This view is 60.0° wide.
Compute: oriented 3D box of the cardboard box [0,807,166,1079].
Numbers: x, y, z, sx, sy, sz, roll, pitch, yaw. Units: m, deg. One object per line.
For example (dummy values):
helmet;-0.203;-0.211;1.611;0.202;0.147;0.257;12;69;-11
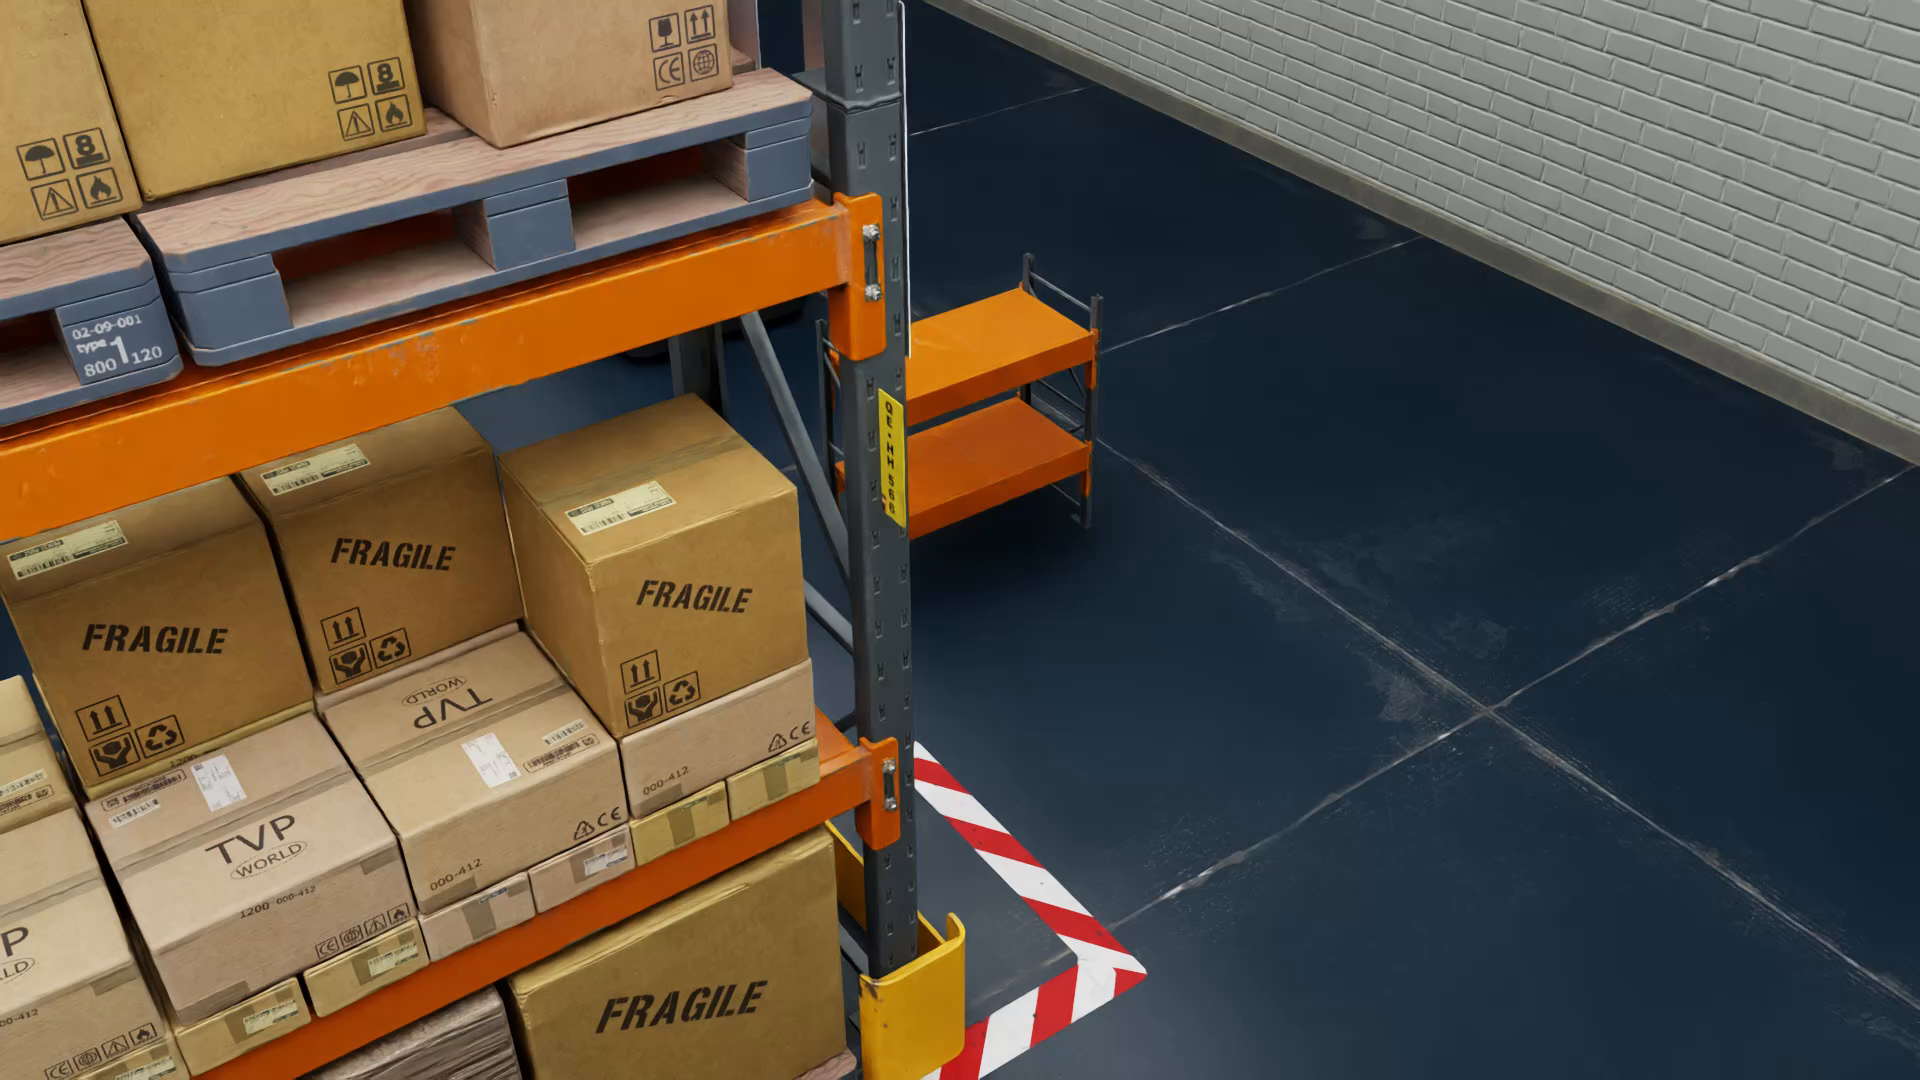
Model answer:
cardboard box;-1.953;0.869;3.346;0.500;0.250;0.500;-22;41;-28

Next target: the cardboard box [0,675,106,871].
cardboard box;-2.260;0.617;3.697;0.500;0.250;0.500;-23;42;-29

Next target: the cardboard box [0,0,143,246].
cardboard box;-1.774;-0.820;2.721;0.500;0.500;0.700;-25;43;-31

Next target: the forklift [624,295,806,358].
forklift;-2.077;-2.929;8.812;1.130;2.935;3.031;-22;41;-28

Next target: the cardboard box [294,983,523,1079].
cardboard box;-1.676;1.372;4.233;0.875;0.875;0.875;-22;41;-28

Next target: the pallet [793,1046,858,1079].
pallet;-1.064;1.559;4.902;1.213;0.211;1.003;-22;41;-28

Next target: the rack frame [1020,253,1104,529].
rack frame;0.421;-0.630;7.162;0.032;1.125;0.500;-22;41;-28

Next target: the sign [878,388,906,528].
sign;-0.154;-0.182;3.739;0.005;0.325;0.100;-22;41;-28

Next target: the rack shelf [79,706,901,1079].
rack shelf;-2.090;1.085;3.788;4.000;0.370;1.077;-22;41;-28

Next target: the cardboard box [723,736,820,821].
cardboard box;-0.557;0.500;4.202;0.250;0.149;0.380;-22;41;-27

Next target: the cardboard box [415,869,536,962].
cardboard box;-1.179;0.756;3.846;0.250;0.149;0.380;-22;41;-27

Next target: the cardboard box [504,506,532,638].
cardboard box;-1.003;0.093;4.425;0.500;0.250;0.500;-24;42;-29

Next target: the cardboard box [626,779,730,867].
cardboard box;-0.768;0.588;4.079;0.250;0.149;0.380;-22;41;-27

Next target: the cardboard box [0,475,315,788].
cardboard box;-1.832;0.134;3.726;0.500;0.500;0.500;-24;42;-29

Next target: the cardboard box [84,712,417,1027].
cardboard box;-1.529;0.692;3.592;0.500;0.250;0.500;-24;42;-29

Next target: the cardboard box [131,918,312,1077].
cardboard box;-1.602;0.931;3.601;0.250;0.149;0.380;-22;41;-28

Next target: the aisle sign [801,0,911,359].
aisle sign;-0.224;-0.816;3.589;0.004;0.787;0.394;-22;41;-28

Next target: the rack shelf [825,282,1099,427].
rack shelf;0.006;-0.697;6.754;1.000;0.278;0.538;-22;41;-28

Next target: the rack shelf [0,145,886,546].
rack shelf;-2.090;-0.132;2.912;4.000;0.370;1.077;-22;41;-28

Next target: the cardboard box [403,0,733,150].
cardboard box;-0.849;-1.148;3.178;0.500;0.500;0.700;-25;43;-30

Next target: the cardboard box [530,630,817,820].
cardboard box;-0.698;0.350;4.067;0.500;0.250;0.500;-23;42;-29

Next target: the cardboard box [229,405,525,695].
cardboard box;-1.412;-0.043;3.972;0.500;0.500;0.500;-23;42;-29

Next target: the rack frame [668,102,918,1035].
rack frame;-0.455;0.121;4.513;0.127;3.000;1.000;-22;41;-28

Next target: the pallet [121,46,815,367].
pallet;-1.056;-0.807;3.309;1.213;0.211;1.003;-22;41;-28

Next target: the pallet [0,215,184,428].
pallet;-2.054;-0.394;2.736;1.213;0.211;1.003;-22;41;-28

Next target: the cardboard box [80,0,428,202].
cardboard box;-1.379;-1.017;2.995;0.500;0.500;0.700;-24;42;-29

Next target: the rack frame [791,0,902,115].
rack frame;-0.455;-2.315;2.762;0.127;3.000;1.000;-22;41;-28

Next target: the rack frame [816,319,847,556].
rack frame;-0.410;-0.288;6.687;0.032;1.125;0.500;-22;41;-28

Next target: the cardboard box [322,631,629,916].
cardboard box;-1.113;0.521;3.831;0.500;0.250;0.500;-23;42;-29

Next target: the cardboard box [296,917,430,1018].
cardboard box;-1.391;0.844;3.723;0.250;0.149;0.380;-23;42;-29

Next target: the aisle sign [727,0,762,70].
aisle sign;-0.569;-1.102;3.987;0.004;0.787;0.394;-22;41;-28

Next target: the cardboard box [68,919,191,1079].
cardboard box;-1.806;1.014;3.487;0.250;0.149;0.380;-22;41;-27

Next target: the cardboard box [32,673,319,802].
cardboard box;-1.837;0.439;3.945;0.500;0.250;0.500;-24;42;-29

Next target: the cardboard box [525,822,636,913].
cardboard box;-0.975;0.672;3.962;0.250;0.149;0.380;-22;41;-28

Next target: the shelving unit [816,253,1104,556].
shelving unit;0.006;-0.459;6.925;1.048;1.125;0.538;-22;41;-28

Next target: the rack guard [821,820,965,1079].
rack guard;-0.436;1.127;5.254;0.348;0.500;1.175;-22;41;-28

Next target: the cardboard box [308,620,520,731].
cardboard box;-1.424;0.271;4.177;0.500;0.250;0.500;-23;42;-28

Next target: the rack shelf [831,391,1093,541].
rack shelf;0.006;-0.260;7.067;1.000;0.278;0.538;-22;41;-28

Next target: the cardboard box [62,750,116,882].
cardboard box;-1.985;0.618;4.037;0.250;0.149;0.380;-23;42;-28

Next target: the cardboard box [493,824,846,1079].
cardboard box;-0.932;1.066;4.659;0.875;0.875;0.875;-22;41;-28

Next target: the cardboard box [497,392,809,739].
cardboard box;-0.702;0.046;3.849;0.500;0.500;0.500;-22;41;-27

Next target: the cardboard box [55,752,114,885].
cardboard box;-2.192;0.703;3.919;0.250;0.149;0.380;-23;42;-29
